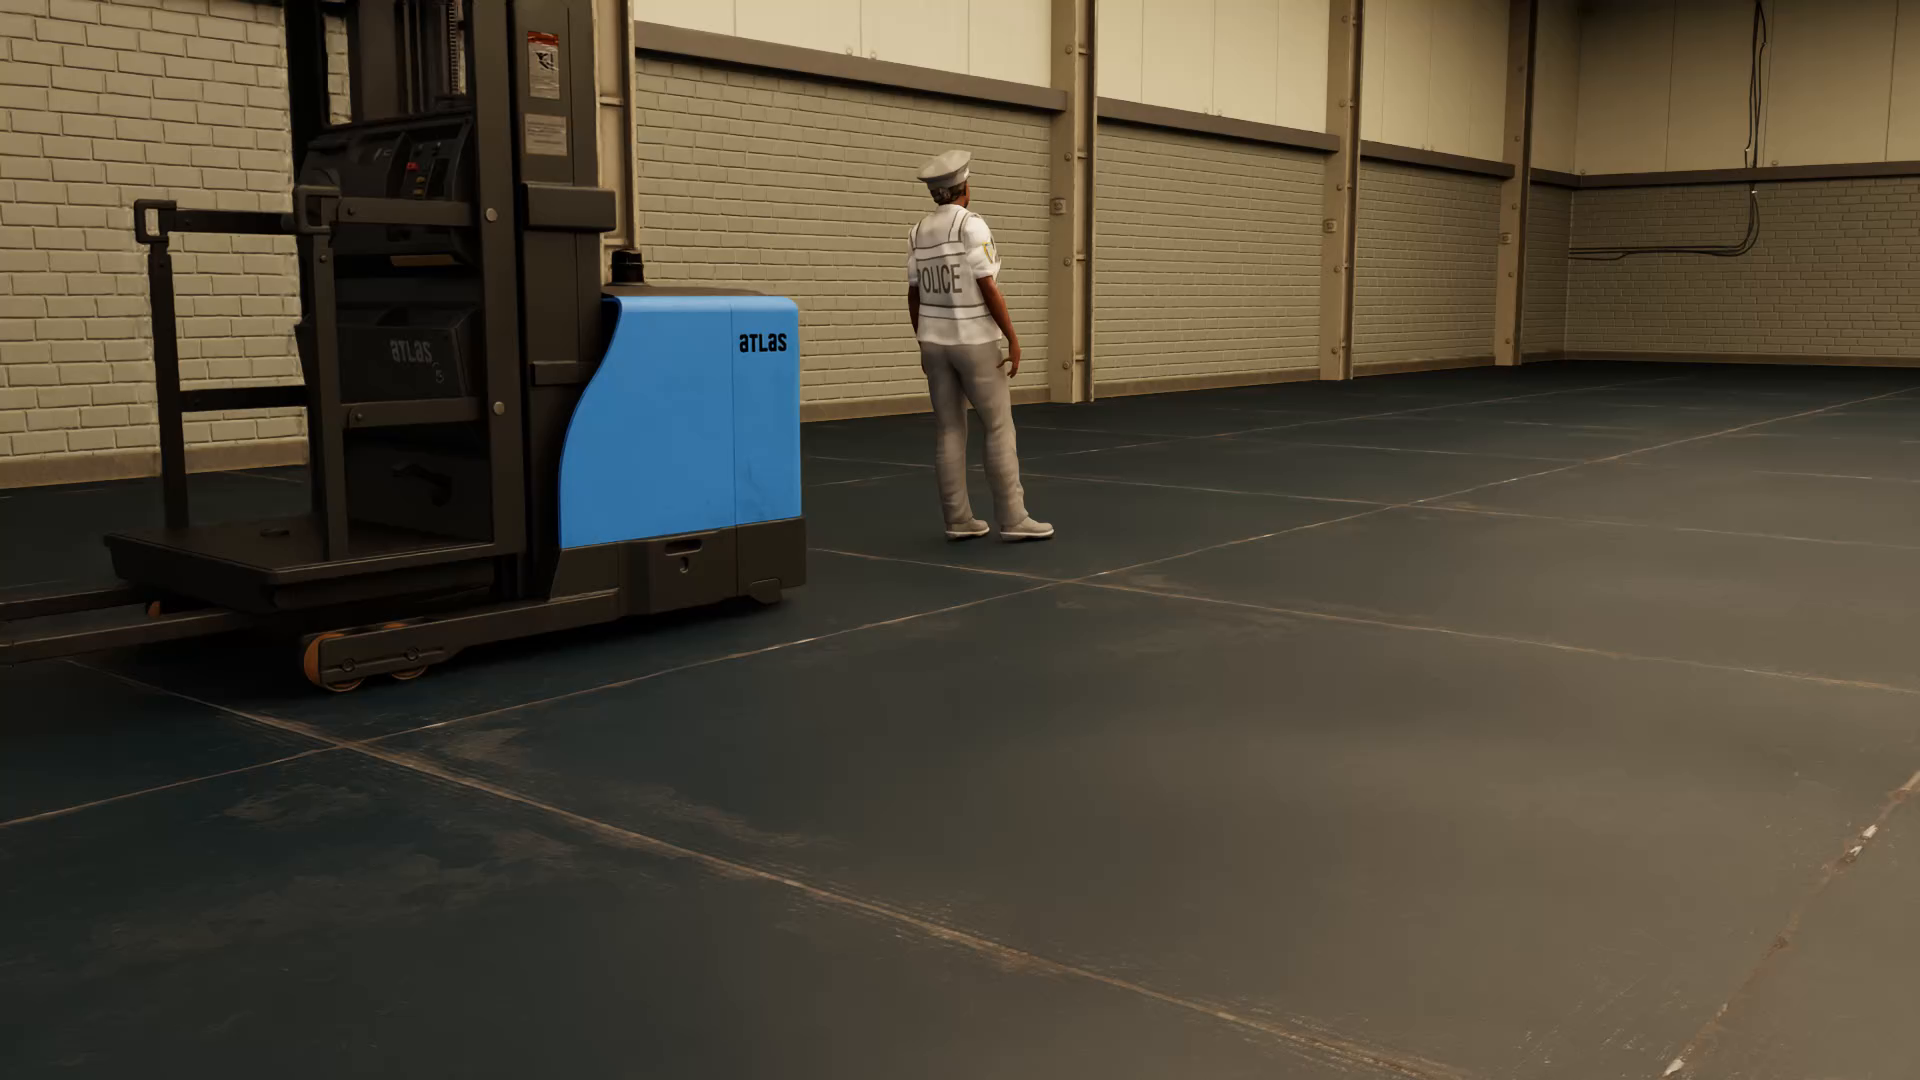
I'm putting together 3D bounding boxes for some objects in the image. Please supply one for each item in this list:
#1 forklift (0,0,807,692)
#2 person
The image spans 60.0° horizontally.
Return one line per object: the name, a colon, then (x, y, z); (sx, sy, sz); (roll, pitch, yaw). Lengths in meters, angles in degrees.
forklift: (-1.896, -1.115, 4.900); (1.130, 2.935, 3.031); (7, 11, 41)
person: (0.063, -0.852, 7.327); (0.569, 1.695, 0.528); (7, 11, 38)
